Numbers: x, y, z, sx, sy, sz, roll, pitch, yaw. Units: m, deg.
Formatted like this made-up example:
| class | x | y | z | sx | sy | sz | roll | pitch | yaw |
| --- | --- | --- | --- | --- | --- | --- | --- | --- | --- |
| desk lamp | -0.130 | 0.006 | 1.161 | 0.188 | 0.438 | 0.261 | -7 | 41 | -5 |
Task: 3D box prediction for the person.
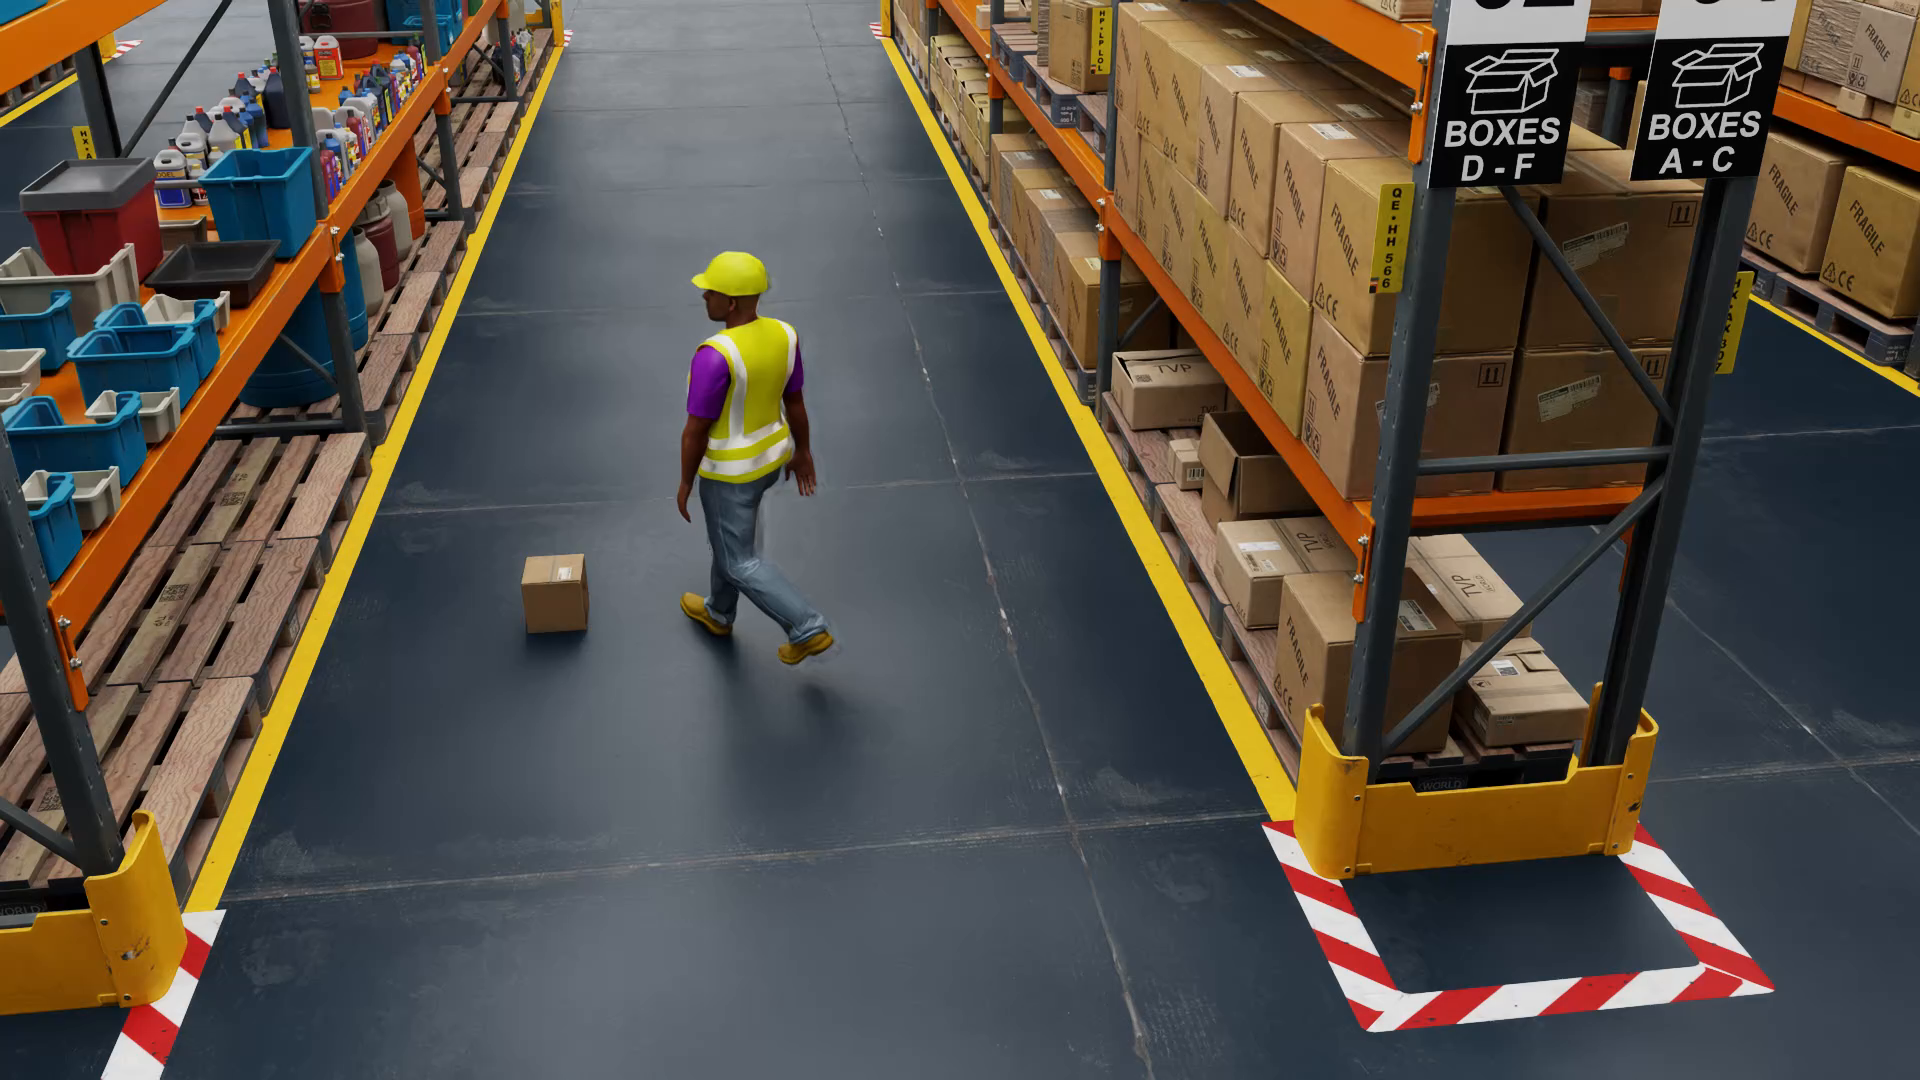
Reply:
| class | x | y | z | sx | sy | sz | roll | pitch | yaw |
| --- | --- | --- | --- | --- | --- | --- | --- | --- | --- |
| person | -0.888 | -0.312 | 6.714 | 0.909 | 1.743 | 0.603 | 16 | 31 | 29 |
